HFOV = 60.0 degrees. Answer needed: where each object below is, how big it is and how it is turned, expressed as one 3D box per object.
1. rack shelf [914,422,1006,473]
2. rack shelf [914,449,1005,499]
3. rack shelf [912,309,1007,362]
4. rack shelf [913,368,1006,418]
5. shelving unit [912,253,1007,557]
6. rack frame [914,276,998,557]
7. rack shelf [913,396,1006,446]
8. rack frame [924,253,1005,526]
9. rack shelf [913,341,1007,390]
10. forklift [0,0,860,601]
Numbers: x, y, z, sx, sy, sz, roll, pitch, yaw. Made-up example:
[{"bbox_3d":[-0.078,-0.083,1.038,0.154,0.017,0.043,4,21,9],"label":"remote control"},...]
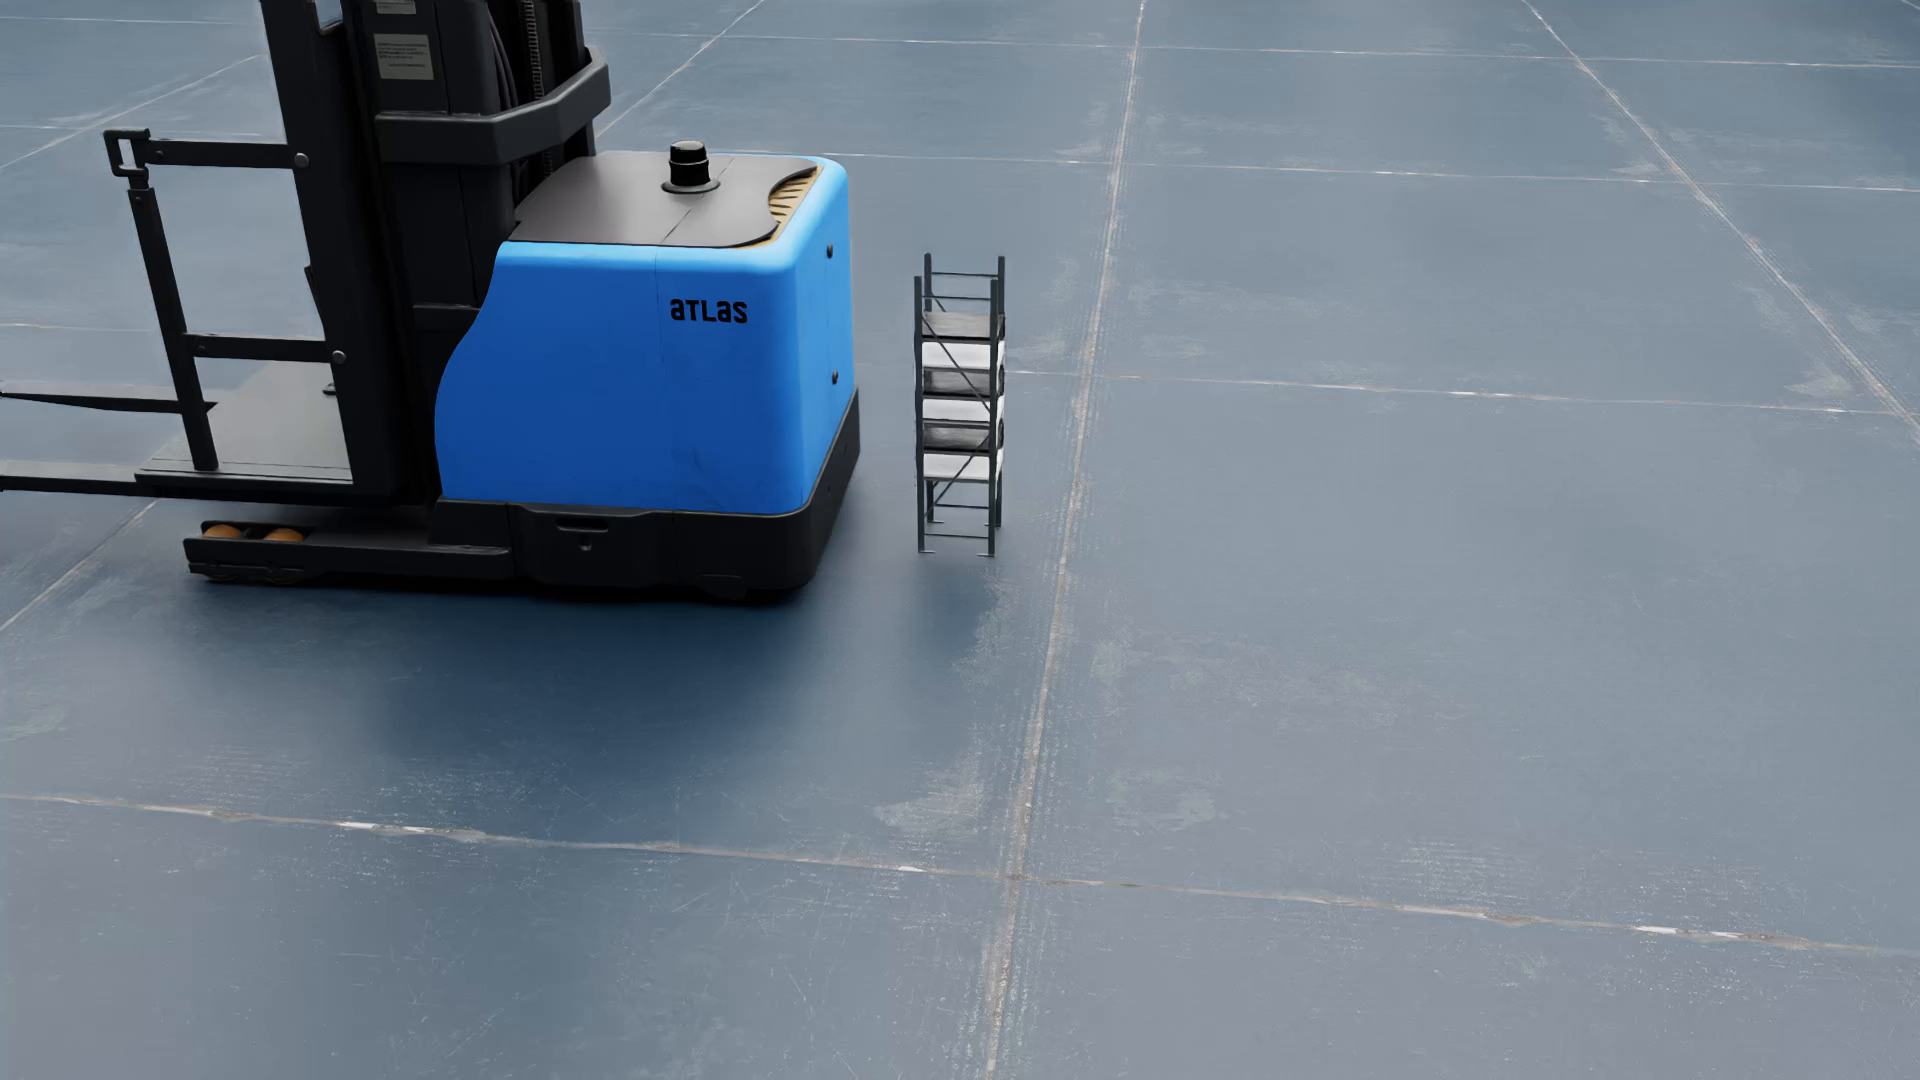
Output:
[{"bbox_3d":[0.001,-0.291,5.102,0.258,0.077,0.200,3,28,6],"label":"rack shelf"},{"bbox_3d":[0.001,-0.212,5.145,0.258,0.077,0.200,3,28,6],"label":"rack shelf"},{"bbox_3d":[0.001,-0.608,4.931,0.258,0.077,0.200,3,28,6],"label":"rack shelf"},{"bbox_3d":[0.001,-0.450,5.017,0.258,0.077,0.200,3,28,6],"label":"rack shelf"},{"bbox_3d":[0.001,-0.400,5.044,0.258,0.900,0.210,3,28,6],"label":"shelving unit"},{"bbox_3d":[-0.011,-0.352,4.955,0.240,0.900,0.006,3,28,6],"label":"rack frame"},{"bbox_3d":[0.001,-0.371,5.059,0.258,0.077,0.200,3,28,6],"label":"rack shelf"},{"bbox_3d":[0.013,-0.448,5.132,0.240,0.900,0.006,3,28,6],"label":"rack frame"},{"bbox_3d":[0.001,-0.529,4.974,0.258,0.077,0.200,3,28,6],"label":"rack shelf"},{"bbox_3d":[-1.891,-1.401,4.761,3.031,2.935,1.130,3,28,5],"label":"forklift"}]
